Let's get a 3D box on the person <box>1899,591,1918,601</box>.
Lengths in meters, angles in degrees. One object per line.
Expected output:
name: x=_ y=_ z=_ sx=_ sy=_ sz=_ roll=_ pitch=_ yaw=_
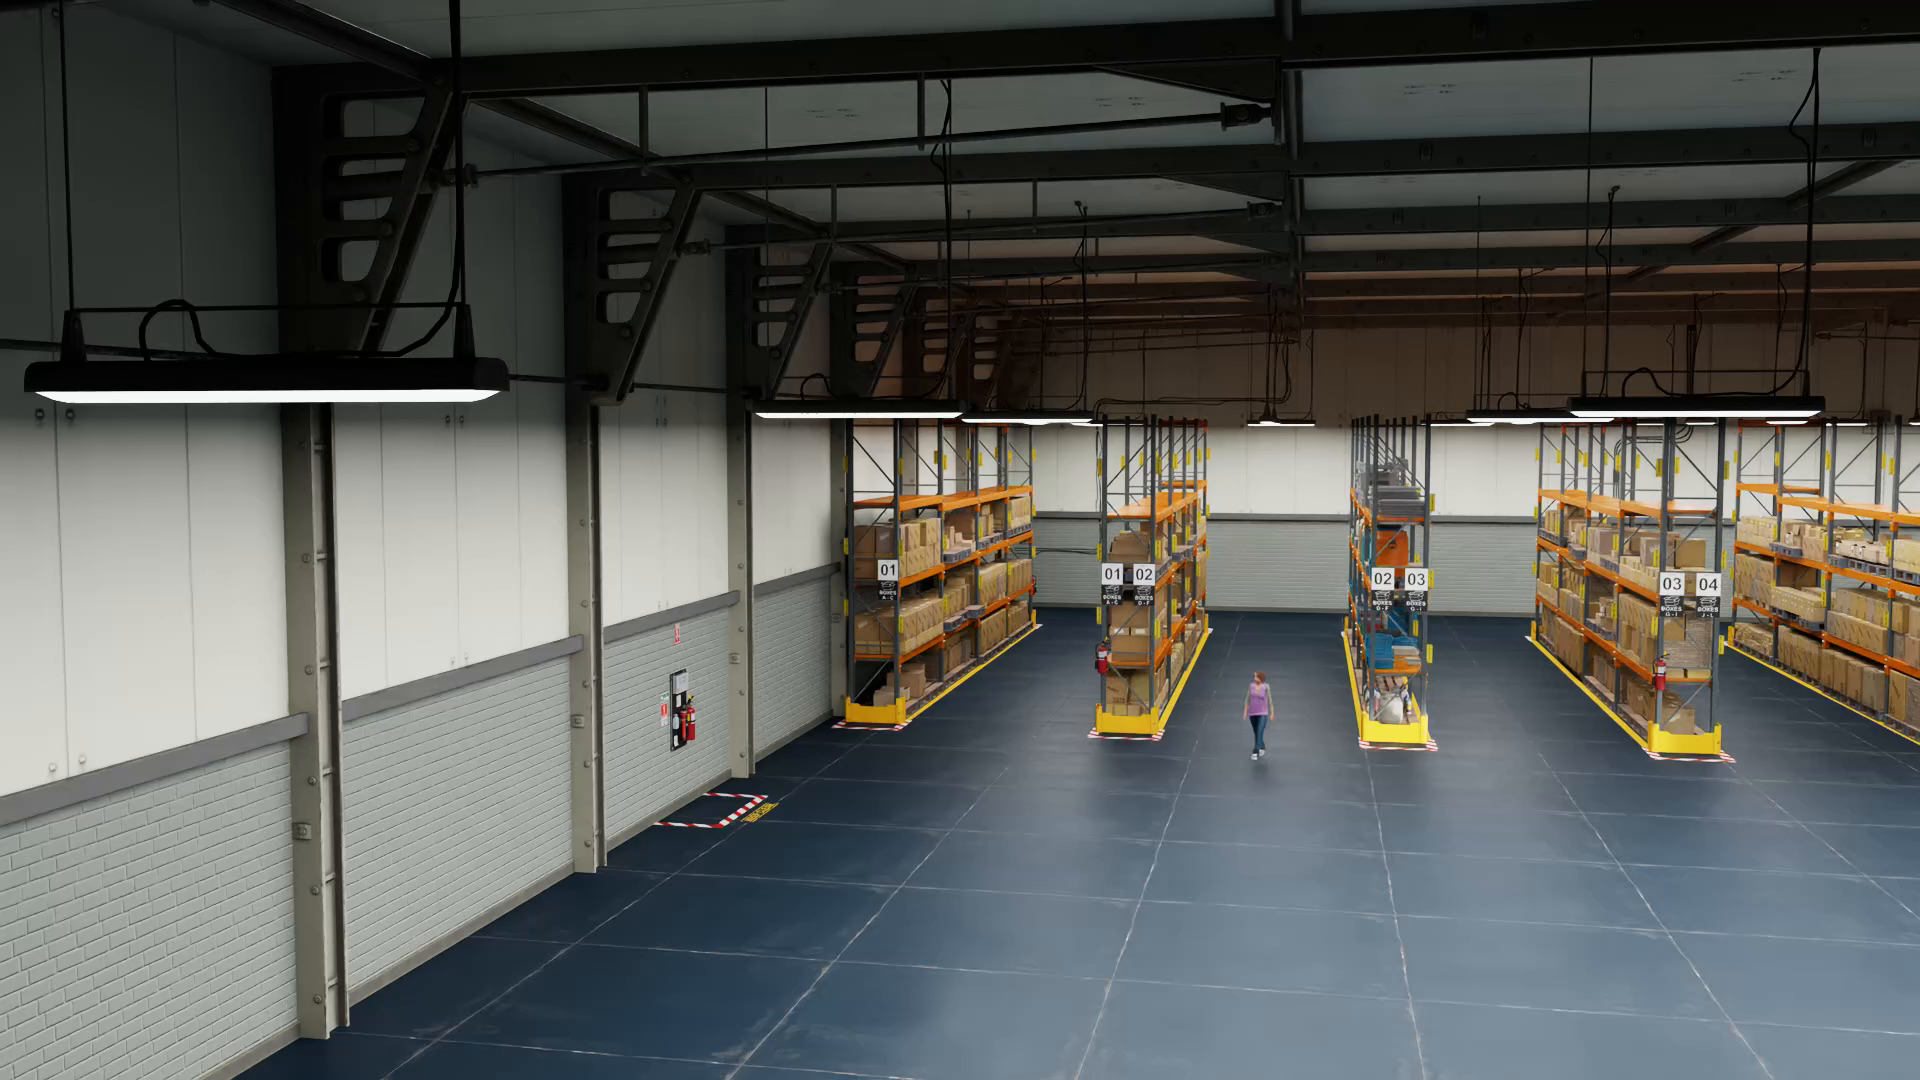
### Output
person: x=26.216 y=1.855 z=46.000 sx=0.498 sy=1.730 sz=0.482 roll=-1 pitch=4 yaw=-10

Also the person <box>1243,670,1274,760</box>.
person: x=5.127 y=3.024 z=28.764 sx=0.449 sy=1.528 sz=0.972 roll=3 pitch=5 yaw=35

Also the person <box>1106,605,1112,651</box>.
person: x=4.050 y=1.981 z=43.156 sx=0.659 sy=1.760 sz=0.668 roll=-1 pitch=4 yaw=-11
